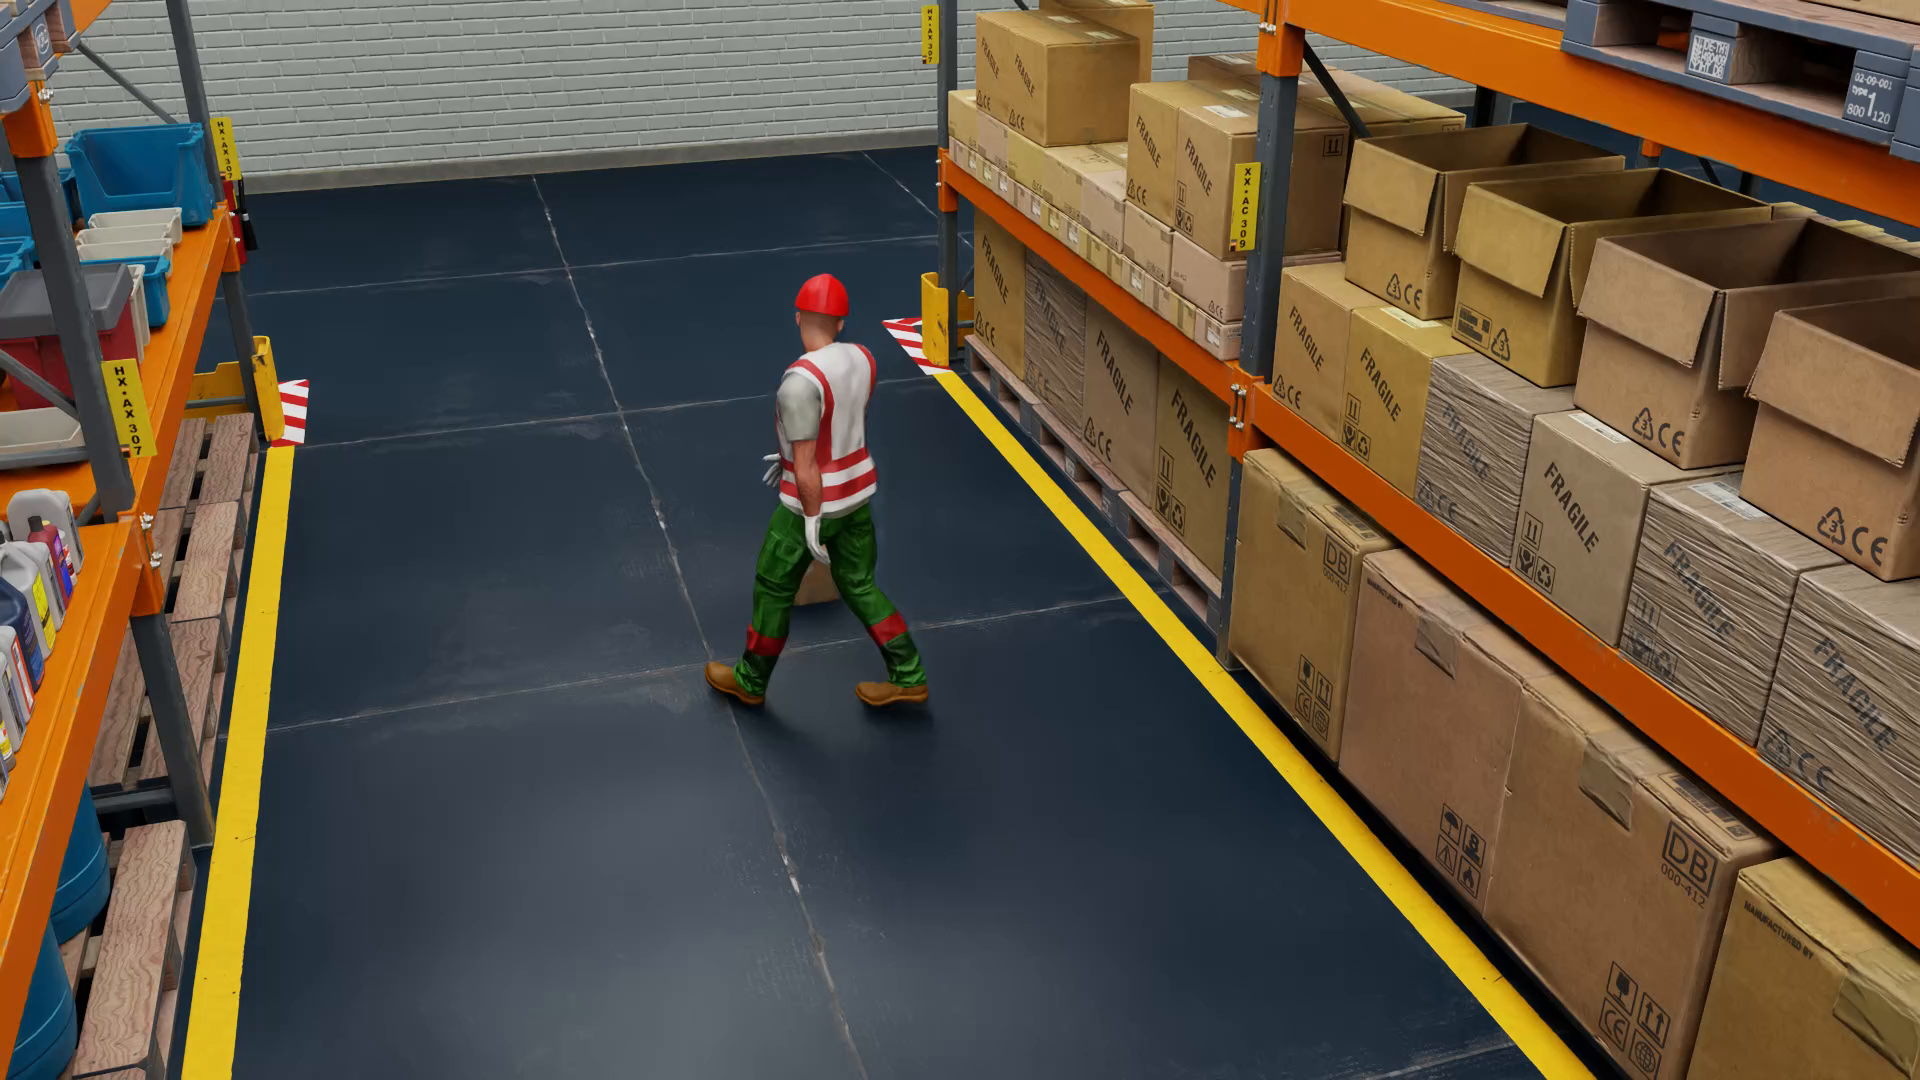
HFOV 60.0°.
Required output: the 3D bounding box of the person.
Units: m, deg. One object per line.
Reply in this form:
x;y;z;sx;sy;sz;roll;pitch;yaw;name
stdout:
-0.553;-0.160;6.437;0.879;1.745;0.579;17;31;31;person
